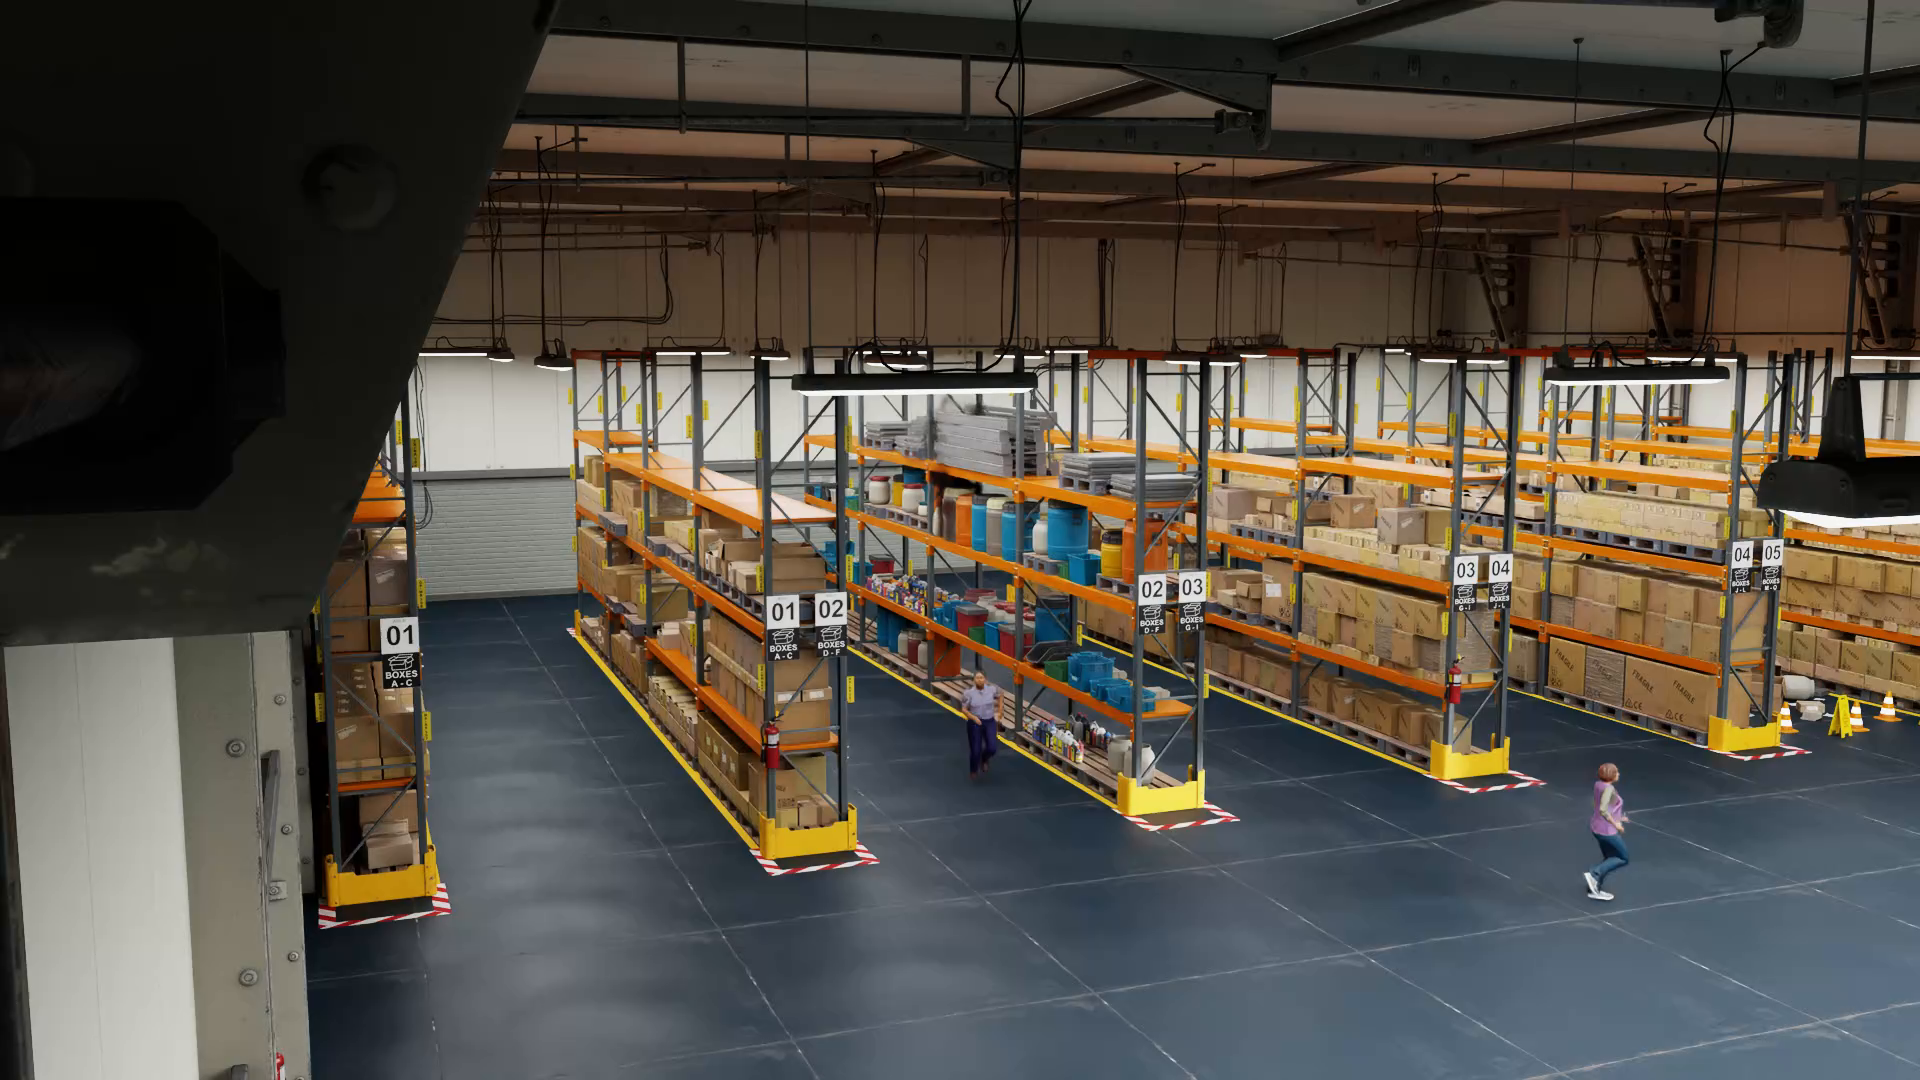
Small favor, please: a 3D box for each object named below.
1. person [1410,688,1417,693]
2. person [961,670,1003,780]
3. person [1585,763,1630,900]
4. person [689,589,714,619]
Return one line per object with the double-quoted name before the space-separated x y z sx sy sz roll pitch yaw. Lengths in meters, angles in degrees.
"person" 8.008 1.839 29.534 0.540 1.713 0.782 -4 8 -30
"person" 0.323 2.632 23.475 0.630 1.592 0.676 -1 7 -8
"person" 7.246 3.255 18.587 0.526 1.554 0.518 0 7 1
"person" -5.397 1.208 34.778 0.616 1.674 0.819 -4 8 -26
